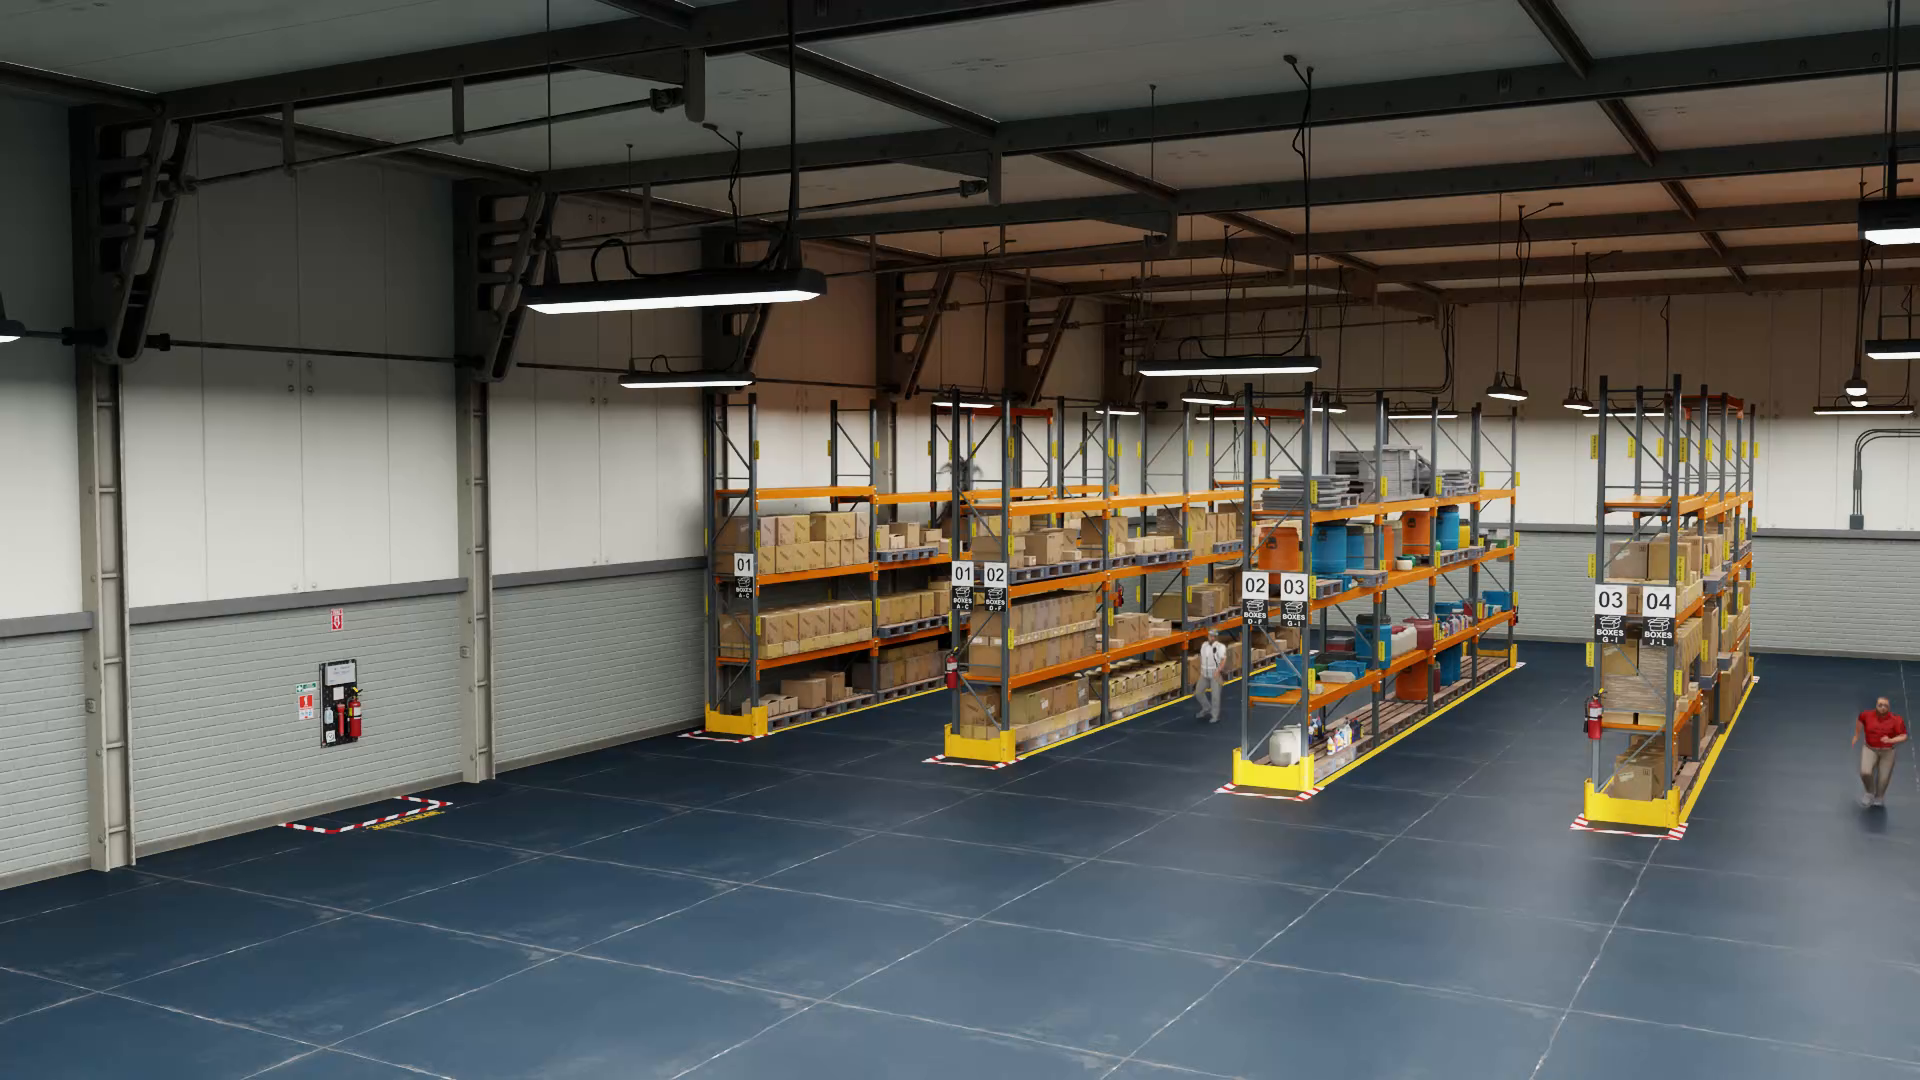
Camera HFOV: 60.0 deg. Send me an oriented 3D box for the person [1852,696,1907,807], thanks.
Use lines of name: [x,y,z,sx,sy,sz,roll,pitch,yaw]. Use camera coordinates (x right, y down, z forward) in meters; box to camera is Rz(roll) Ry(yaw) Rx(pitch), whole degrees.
person: [12.768,2.939,23.108,0.662,1.593,0.978,2,3,28]

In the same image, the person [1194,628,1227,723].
person: [4.574,2.486,30.546,0.704,1.754,0.680,2,4,35]

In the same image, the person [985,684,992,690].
person: [0.808,2.466,31.783,0.723,1.592,1.080,3,4,39]
